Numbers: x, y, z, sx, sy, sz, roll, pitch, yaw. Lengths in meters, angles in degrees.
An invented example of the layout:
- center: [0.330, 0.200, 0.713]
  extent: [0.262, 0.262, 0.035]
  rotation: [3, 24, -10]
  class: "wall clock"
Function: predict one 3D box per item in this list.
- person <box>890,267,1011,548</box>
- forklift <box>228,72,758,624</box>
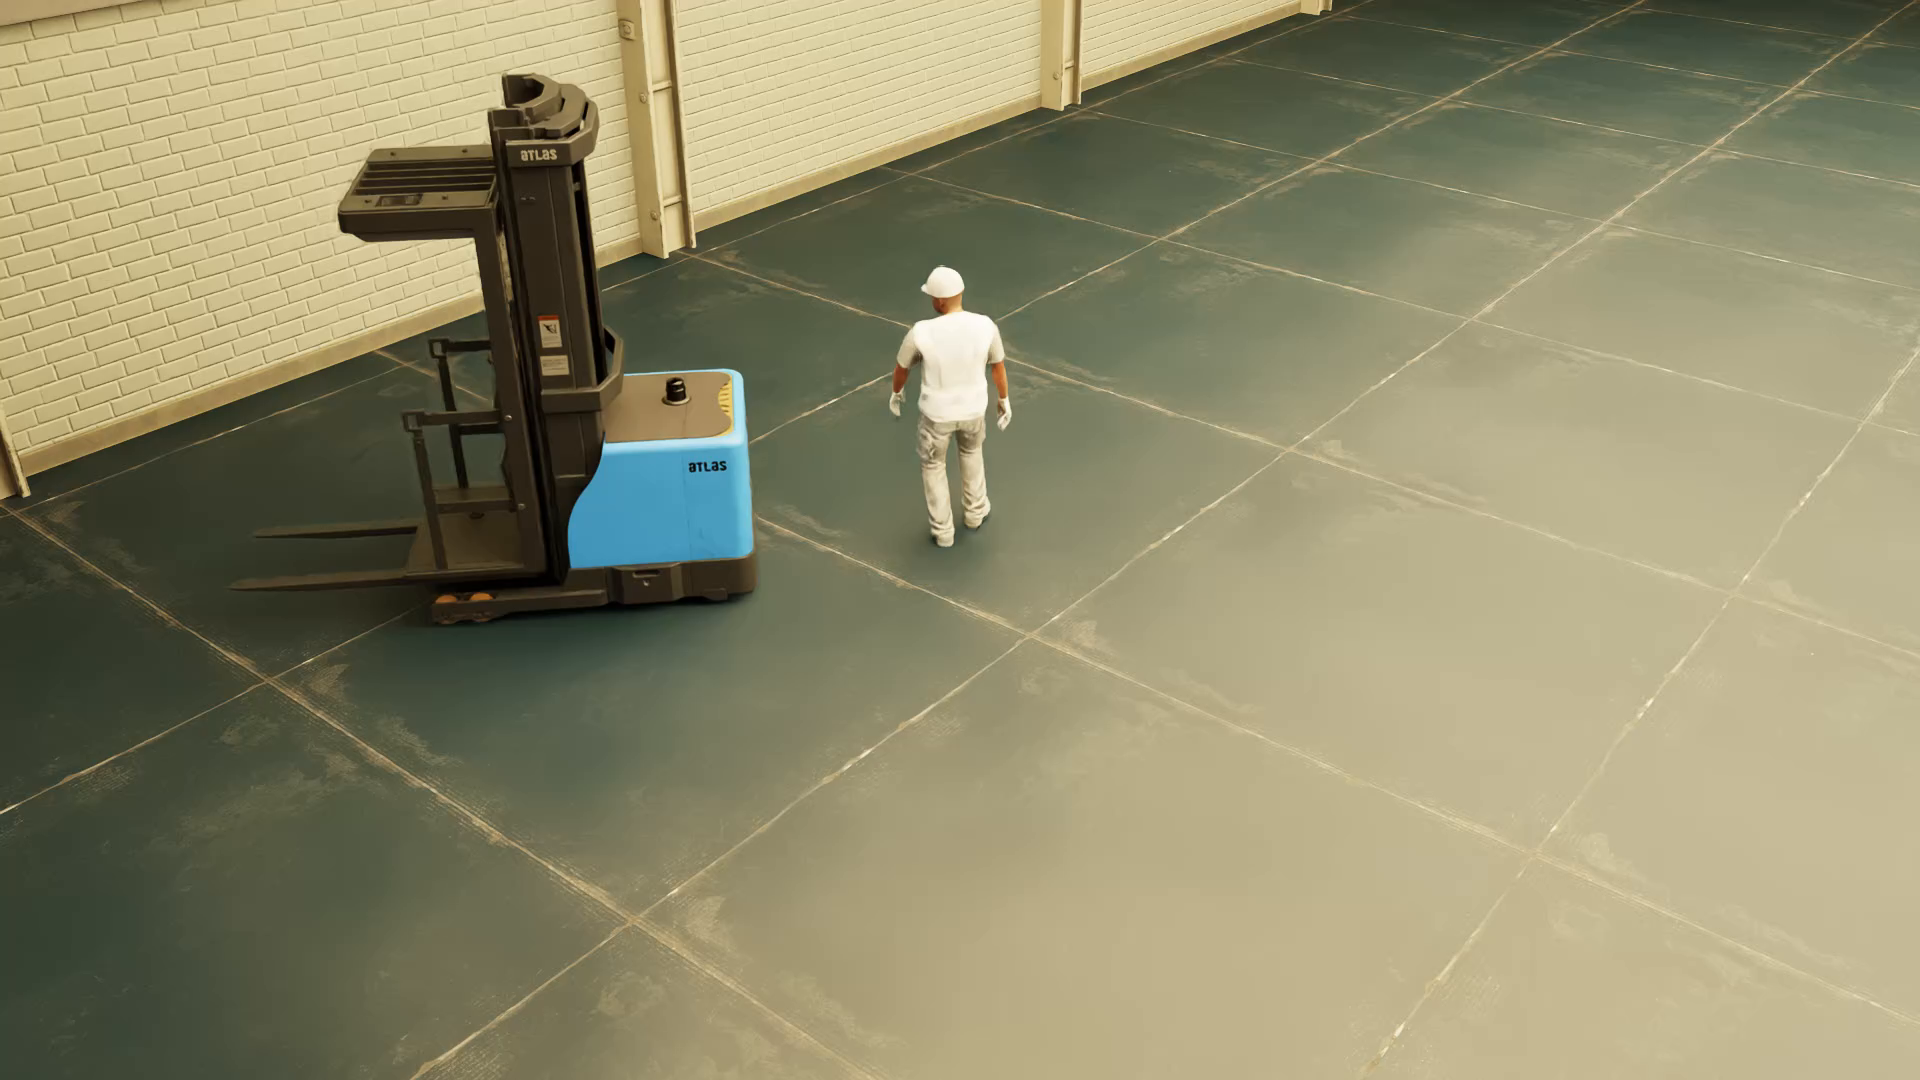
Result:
- center: [-0.045, -0.839, 10.219]
  extent: [0.698, 1.752, 0.514]
  rotation: [-9, 32, -15]
  class: "person"
- center: [-2.762, -1.059, 9.407]
  extent: [3.031, 2.935, 1.130]
  rotation: [-4, 31, -6]
  class: "forklift"
